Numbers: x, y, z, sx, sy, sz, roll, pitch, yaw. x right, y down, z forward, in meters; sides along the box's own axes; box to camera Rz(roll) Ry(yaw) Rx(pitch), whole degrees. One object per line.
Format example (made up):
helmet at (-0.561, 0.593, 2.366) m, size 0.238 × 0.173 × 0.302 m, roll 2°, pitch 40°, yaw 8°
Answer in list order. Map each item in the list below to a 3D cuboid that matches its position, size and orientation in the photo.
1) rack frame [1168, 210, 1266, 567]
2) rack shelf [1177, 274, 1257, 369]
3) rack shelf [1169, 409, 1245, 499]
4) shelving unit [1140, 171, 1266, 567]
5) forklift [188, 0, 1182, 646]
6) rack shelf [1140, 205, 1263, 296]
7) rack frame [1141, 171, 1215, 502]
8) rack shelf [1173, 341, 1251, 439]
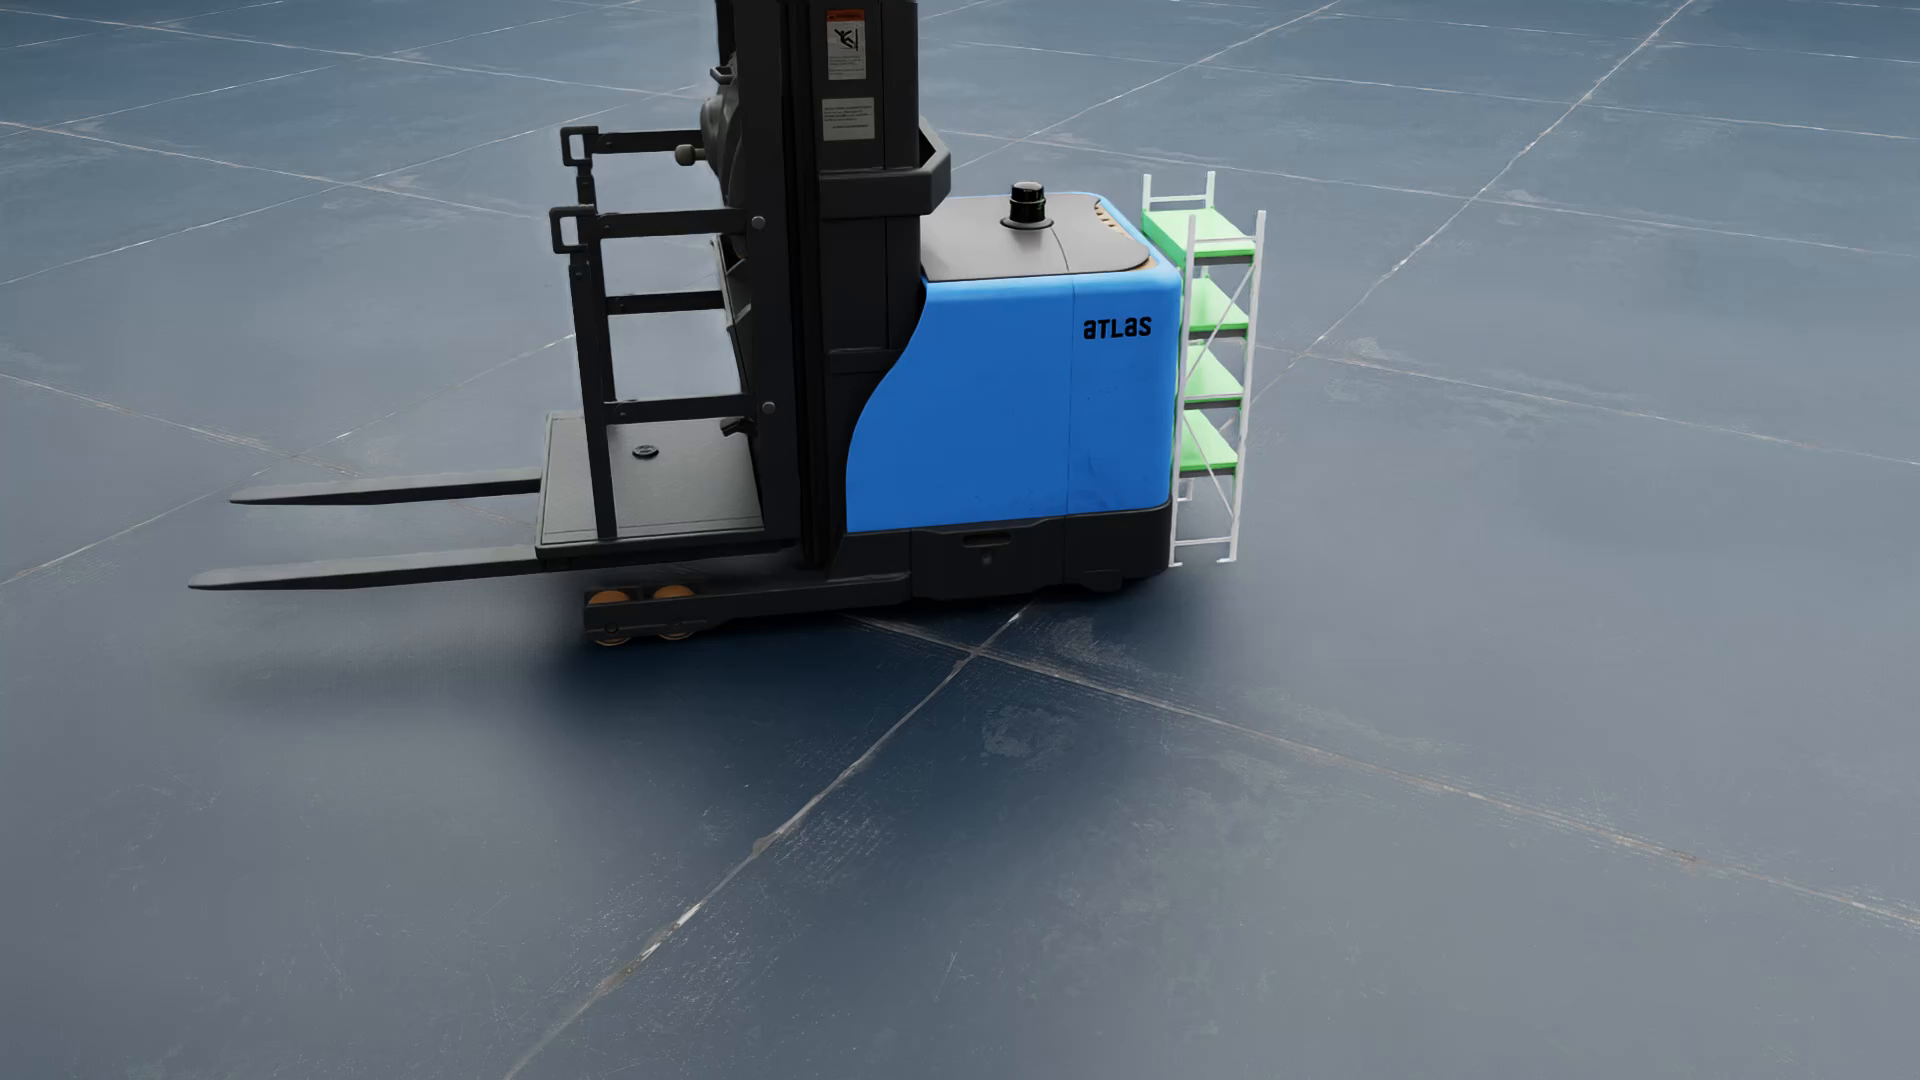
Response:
rack frame at (0.812, -0.458, 5.323) m, size 0.240 × 1.200 × 0.015 m, roll -5°, pitch 27°, yaw -9°
rack shelf at (0.768, -0.723, 5.459) m, size 0.258 × 0.148 × 0.480 m, roll -5°, pitch 27°, yaw -9°
rack shelf at (0.767, -0.293, 5.674) m, size 0.258 × 0.148 × 0.480 m, roll -5°, pitch 27°, yaw -9°
shelving unit at (0.767, -0.565, 5.538) m, size 0.258 × 1.200 × 0.503 m, roll -5°, pitch 27°, yaw -9°
forklift at (-0.884, -1.242, 4.957) m, size 3.031 × 2.935 × 1.130 m, roll -5°, pitch 27°, yaw -9°
rack shelf at (0.768, -0.937, 5.352) m, size 0.258 × 0.148 × 0.480 m, roll -5°, pitch 27°, yaw -9°
rack frame at (0.723, -0.673, 5.753) m, size 0.240 × 1.200 × 0.015 m, roll -5°, pitch 27°, yaw -9°
rack shelf at (0.767, -0.508, 5.567) m, size 0.258 × 0.148 × 0.480 m, roll -5°, pitch 27°, yaw -9°
